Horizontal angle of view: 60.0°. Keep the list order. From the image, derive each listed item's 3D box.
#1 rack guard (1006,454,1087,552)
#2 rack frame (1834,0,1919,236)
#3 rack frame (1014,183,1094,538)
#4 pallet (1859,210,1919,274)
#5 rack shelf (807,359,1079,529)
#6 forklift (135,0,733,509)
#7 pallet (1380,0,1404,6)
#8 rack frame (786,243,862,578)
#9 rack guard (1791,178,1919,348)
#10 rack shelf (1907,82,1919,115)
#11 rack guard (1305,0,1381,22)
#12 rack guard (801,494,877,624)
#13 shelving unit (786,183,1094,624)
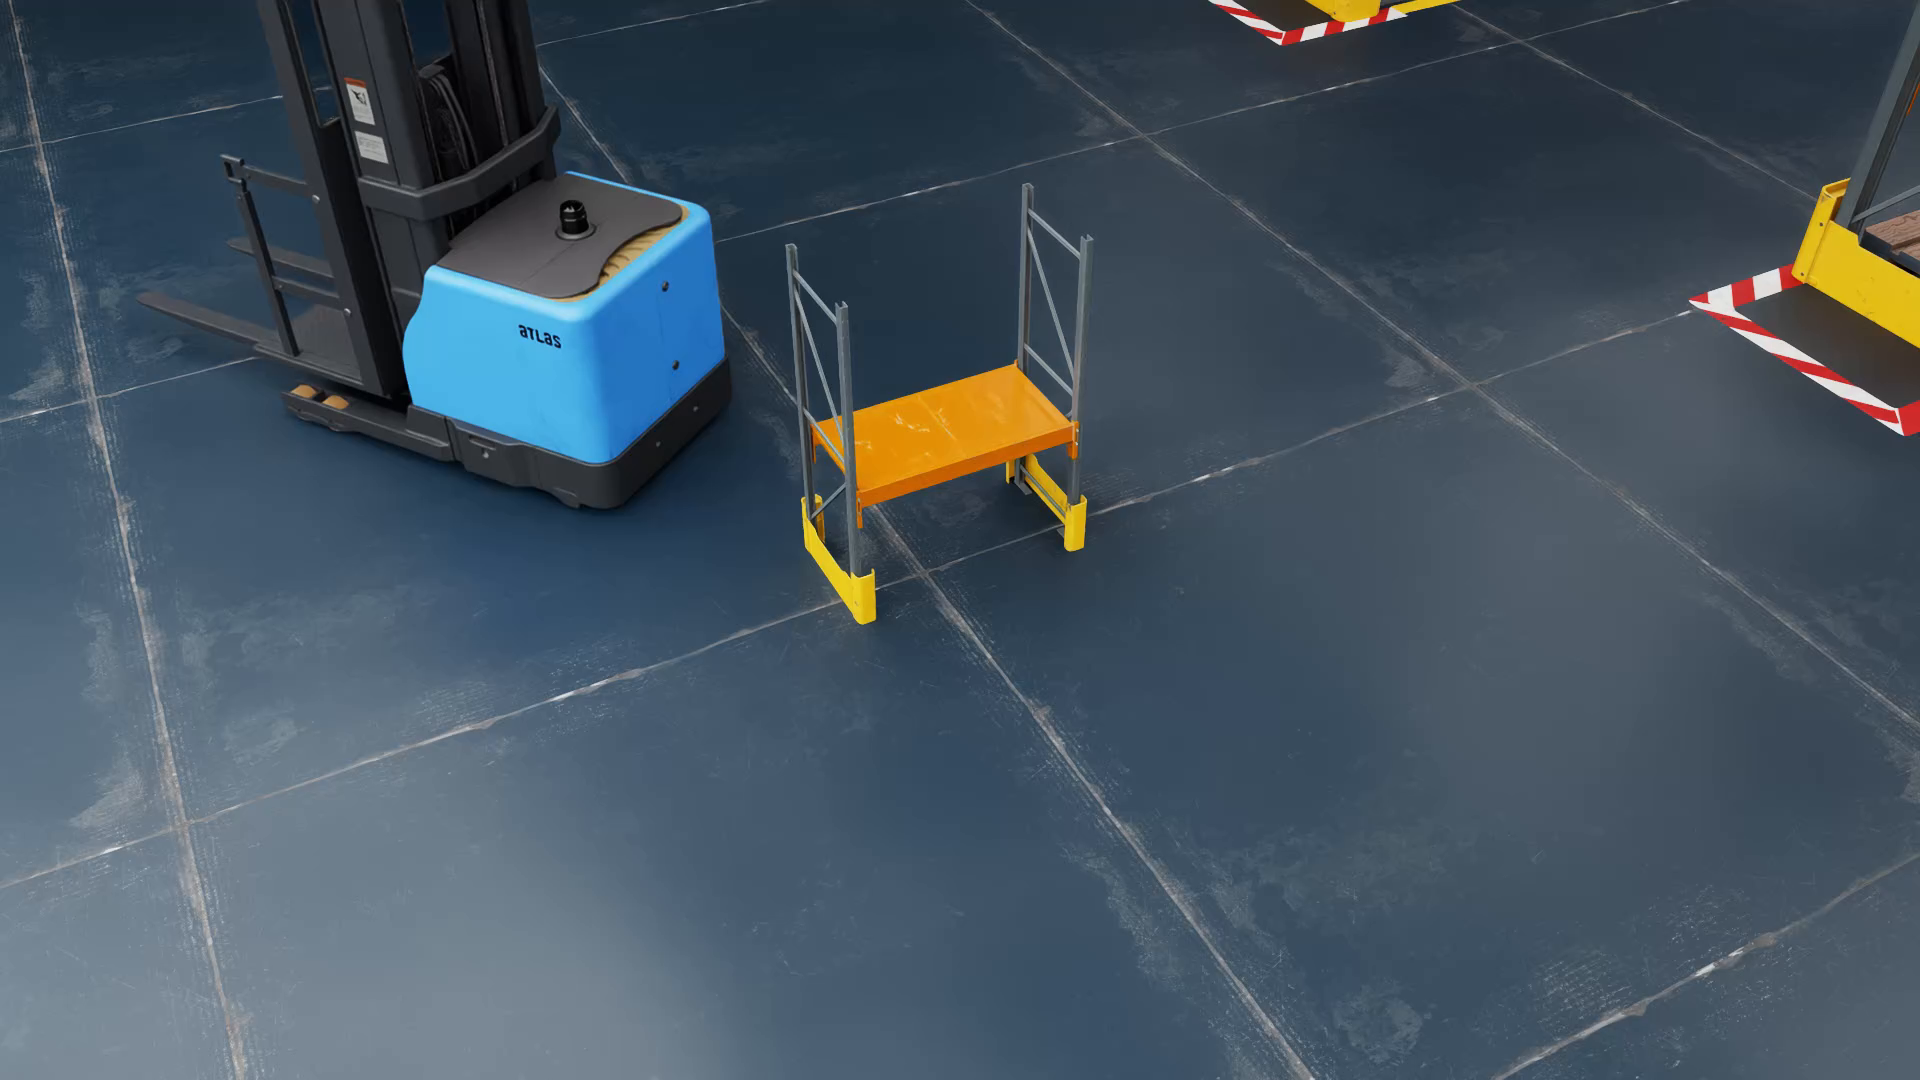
[{"bbox_3d":[0.374,-0.221,7.318,0.087,0.250,0.587,-19,44,-21],"label":"rack guard"},{"bbox_3d":[4.823,-2.253,7.590,0.127,3.000,1.000,-19,44,-21],"label":"rack frame"},{"bbox_3d":[0.375,-0.699,6.915,0.032,1.500,0.500,-19,44,-21],"label":"rack frame"},{"bbox_3d":[5.592,-1.478,8.832,1.213,0.211,1.003,-19,44,-21],"label":"pallet"},{"bbox_3d":[-0.076,-0.410,6.852,1.000,0.185,0.538,-19,44,-21],"label":"rack shelf"},{"bbox_3d":[-2.638,-1.918,7.247,3.031,2.935,1.130,18,43,20],"label":"forklift"},{"bbox_3d":[3.197,-4.281,12.143,1.213,0.211,1.003,-19,44,-21],"label":"pallet"},{"bbox_3d":[-0.527,-0.395,6.556,0.032,1.500,0.500,-19,44,-21],"label":"rack frame"},{"bbox_3d":[4.869,-1.349,8.456,0.348,0.500,1.175,-19,44,-21],"label":"rack guard"},{"bbox_3d":[6.597,-2.575,8.528,4.000,0.370,1.077,-19,44,-21],"label":"rack shelf"},{"bbox_3d":[2.517,-4.131,11.744,0.348,0.500,1.175,-19,44,-21],"label":"rack guard"},{"bbox_3d":[-0.509,0.076,6.967,0.087,0.250,0.587,-19,44,-21],"label":"rack guard"},{"bbox_3d":[-0.068,-0.550,6.739,1.083,1.500,0.587,-19,44,-21],"label":"shelving unit"}]
